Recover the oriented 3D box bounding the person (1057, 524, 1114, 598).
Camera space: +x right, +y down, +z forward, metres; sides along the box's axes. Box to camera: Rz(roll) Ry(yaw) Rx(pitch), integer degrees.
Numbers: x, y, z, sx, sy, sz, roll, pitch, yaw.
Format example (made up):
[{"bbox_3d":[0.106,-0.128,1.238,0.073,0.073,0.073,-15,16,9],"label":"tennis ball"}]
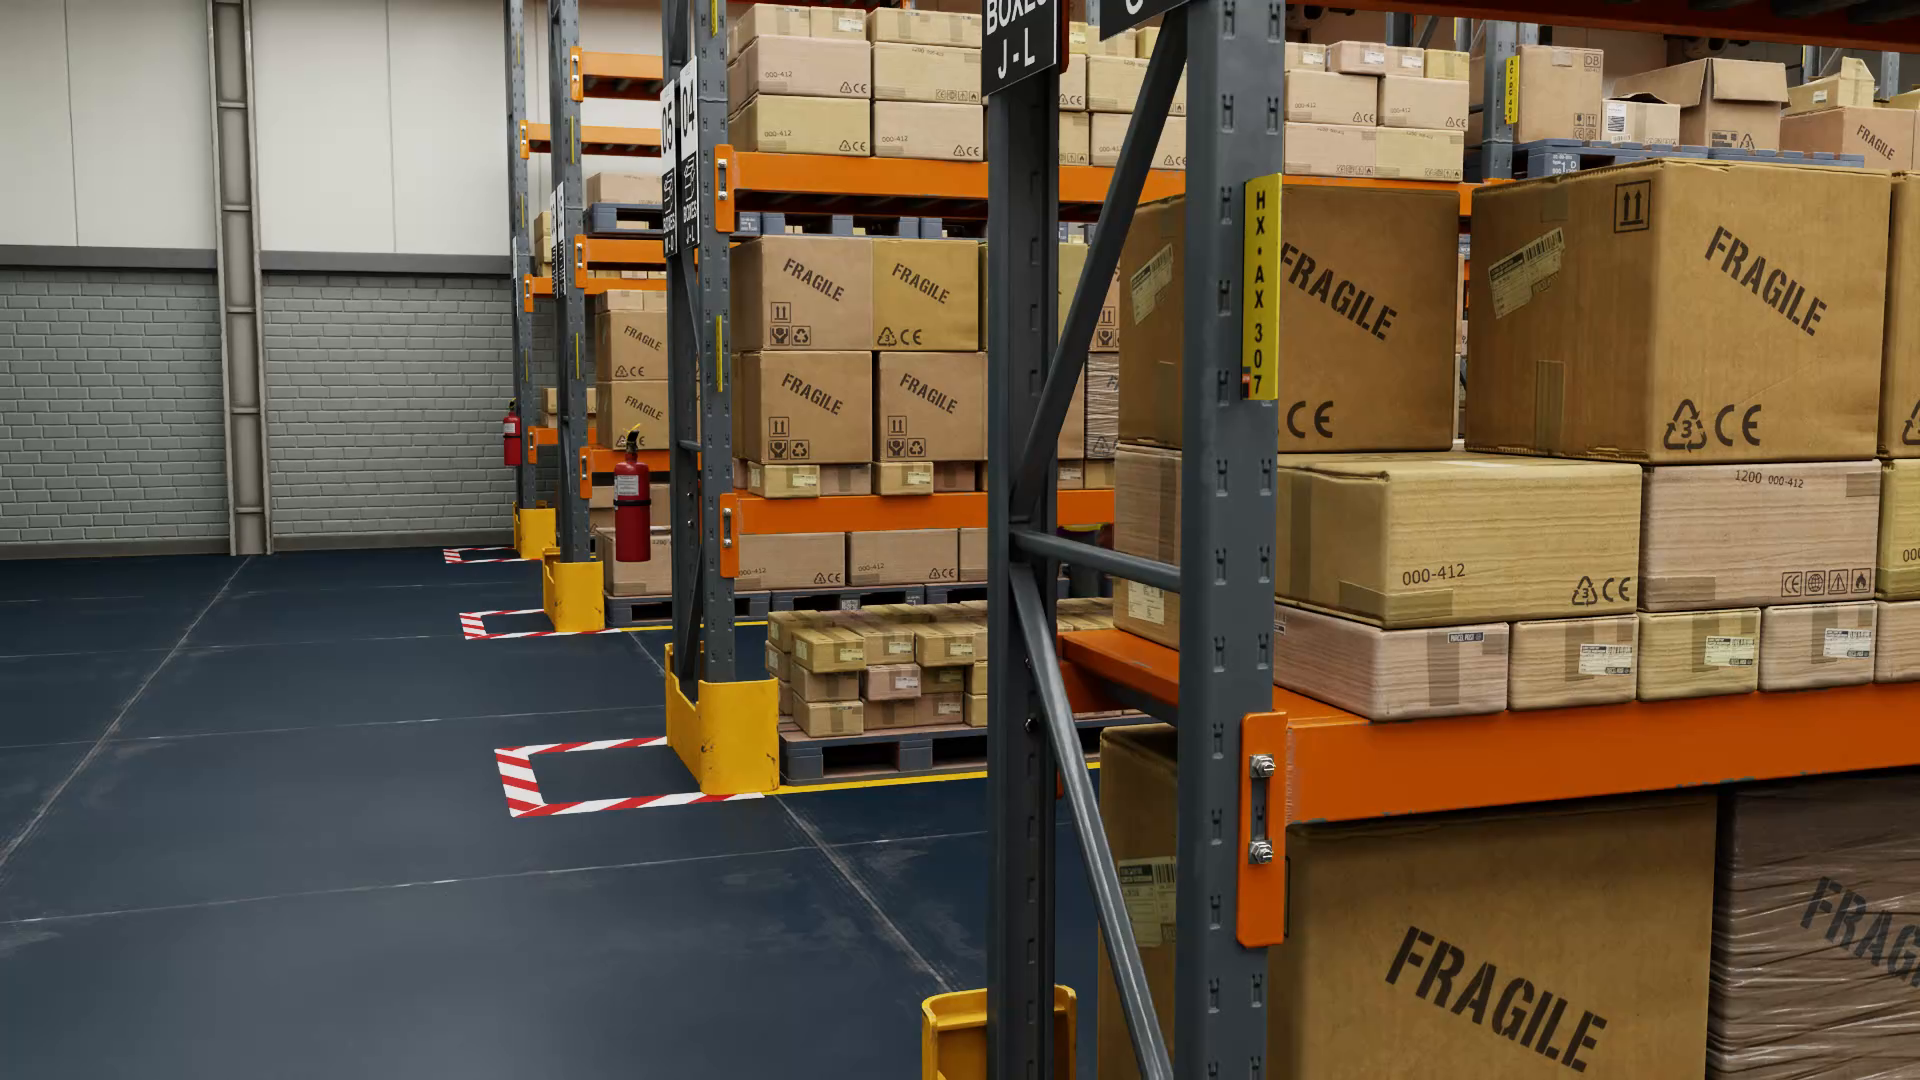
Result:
[{"bbox_3d":[0.603,-0.043,9.886,0.651,1.763,0.560,2,6,16],"label":"person"}]
